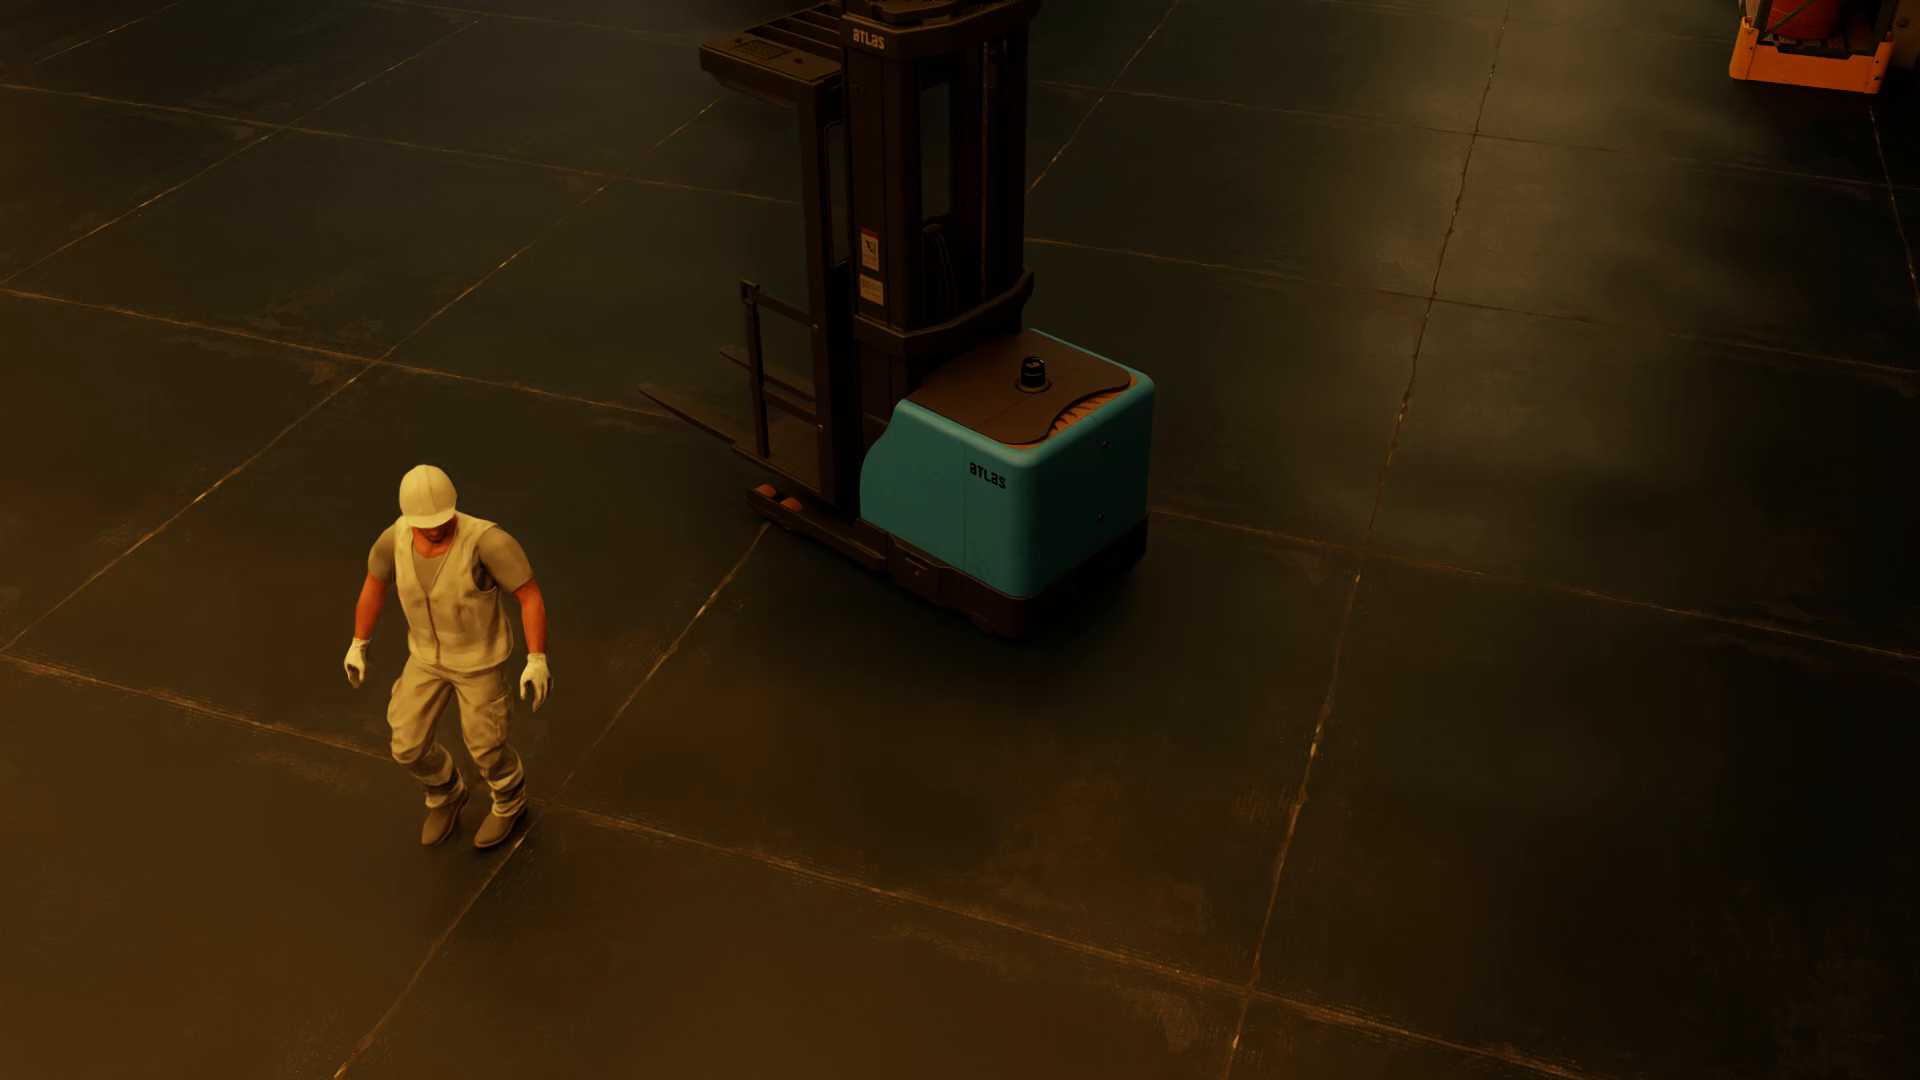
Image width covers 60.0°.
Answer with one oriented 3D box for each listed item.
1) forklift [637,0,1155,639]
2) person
[{"bbox_3d":[-0.493,-1.450,8.156,3.031,2.935,1.130,27,44,33],"label":"forklift"},{"bbox_3d":[-1.936,0.501,6.441,0.898,1.786,0.483,10,37,14],"label":"person"}]
